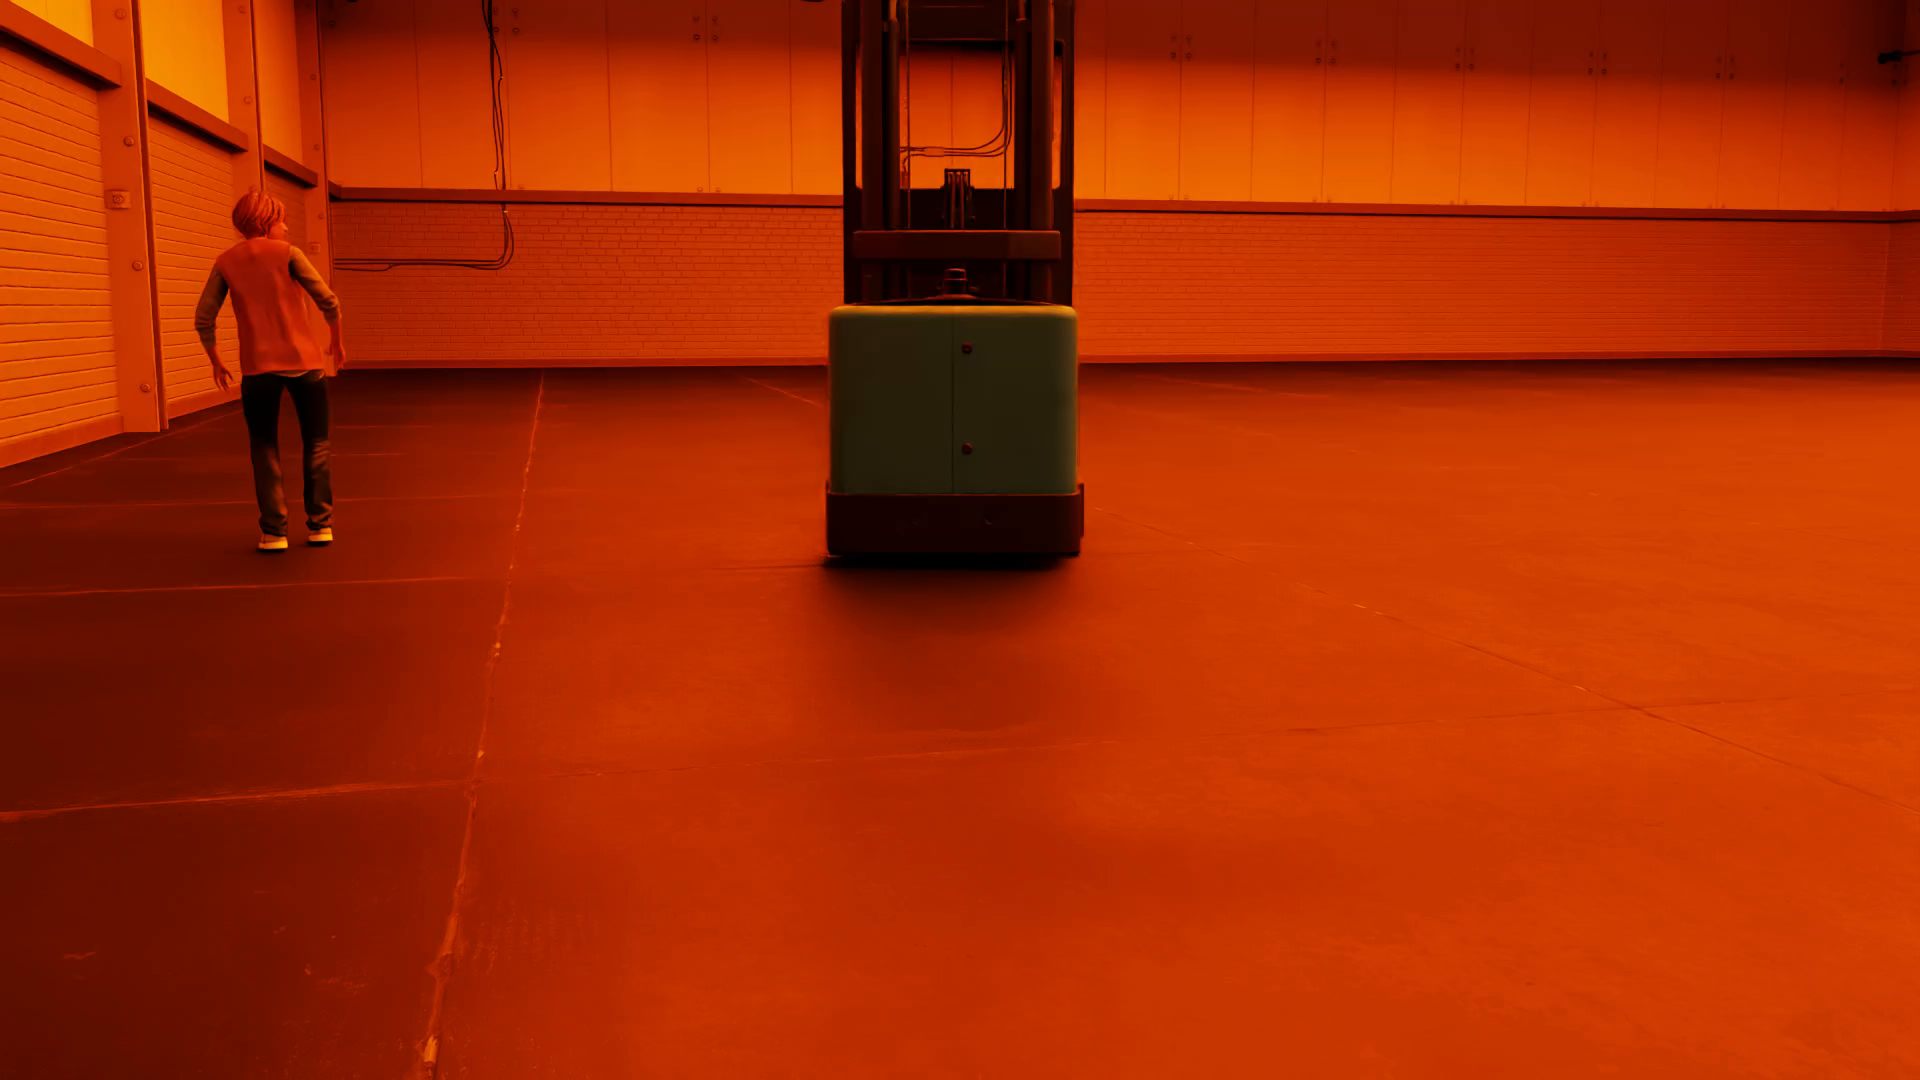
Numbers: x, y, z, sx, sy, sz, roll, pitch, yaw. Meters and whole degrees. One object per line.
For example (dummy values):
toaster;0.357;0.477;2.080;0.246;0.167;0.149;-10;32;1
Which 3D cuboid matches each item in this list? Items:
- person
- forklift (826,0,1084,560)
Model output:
person;-3.052;-0.744;7.394;0.611;1.573;0.446;-2;8;-16
forklift;-0.004;-1.537;8.115;1.130;2.935;3.031;0;8;1
